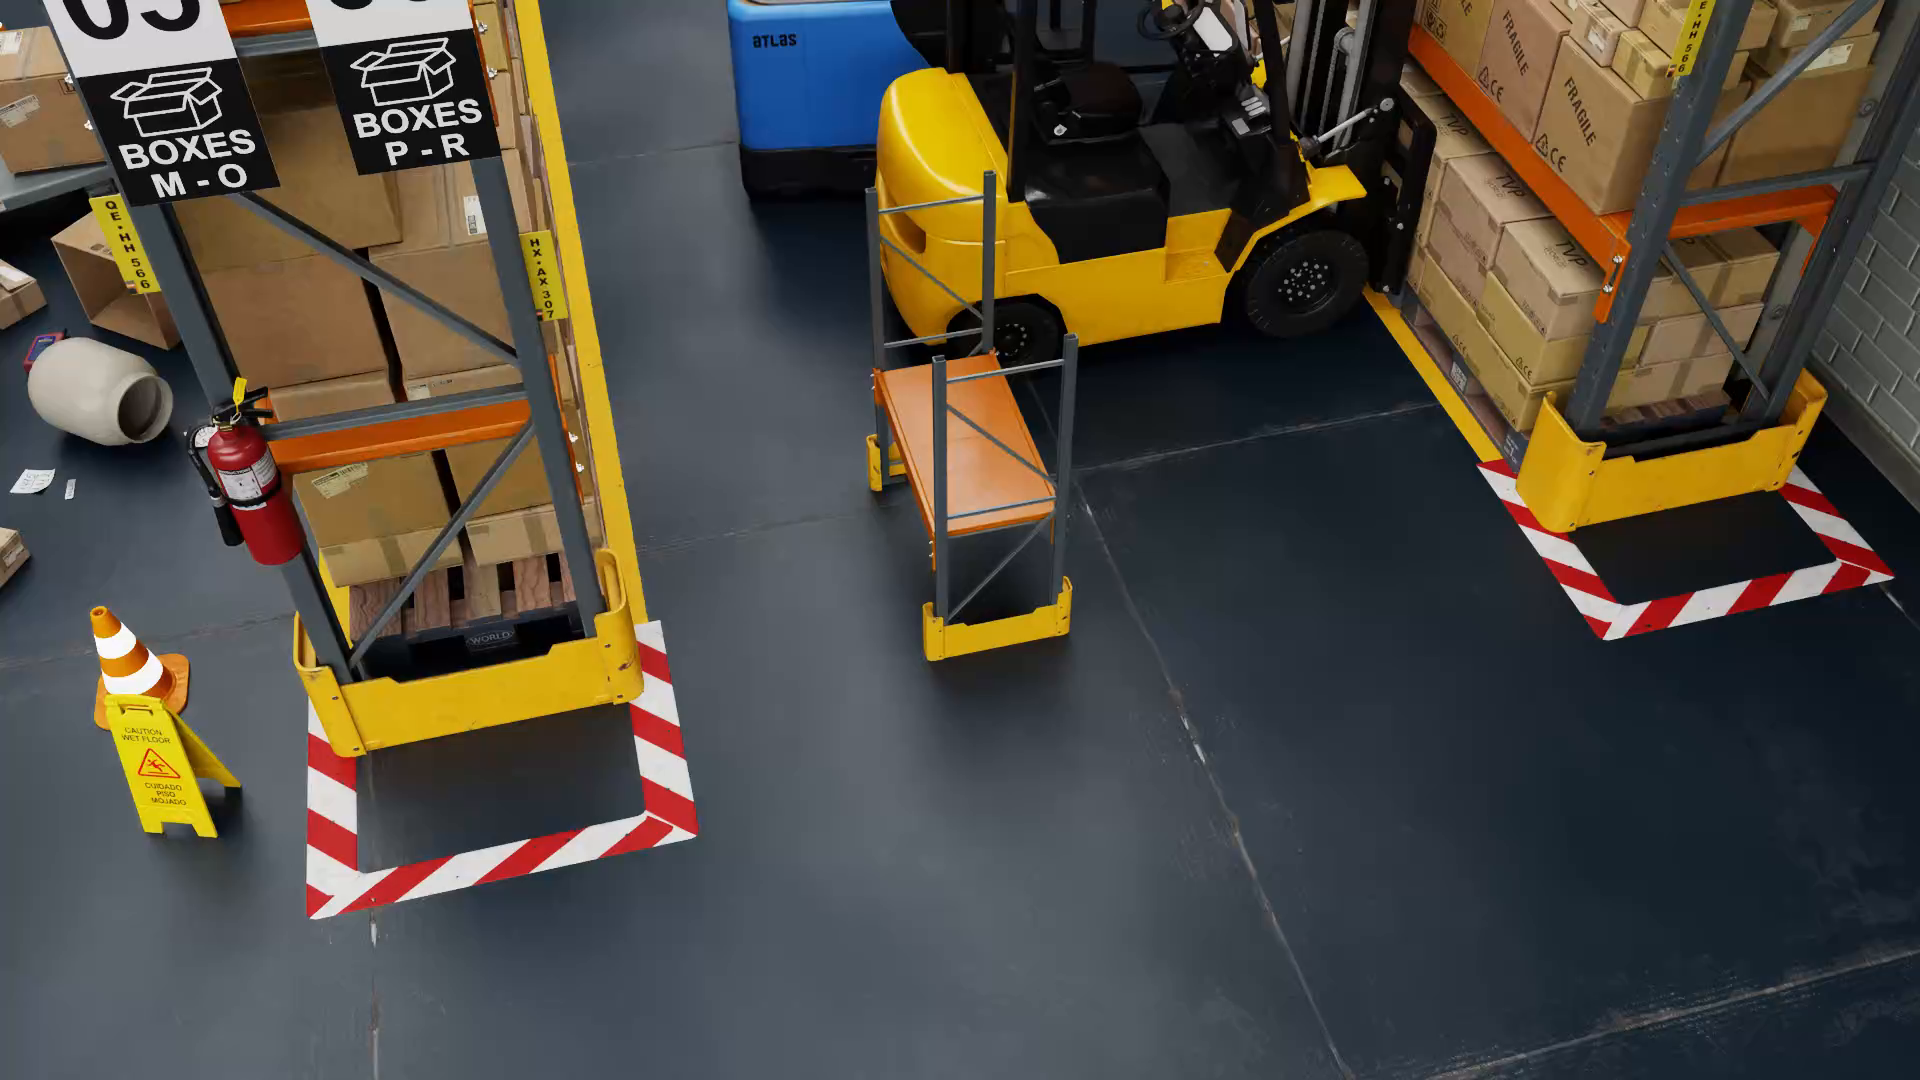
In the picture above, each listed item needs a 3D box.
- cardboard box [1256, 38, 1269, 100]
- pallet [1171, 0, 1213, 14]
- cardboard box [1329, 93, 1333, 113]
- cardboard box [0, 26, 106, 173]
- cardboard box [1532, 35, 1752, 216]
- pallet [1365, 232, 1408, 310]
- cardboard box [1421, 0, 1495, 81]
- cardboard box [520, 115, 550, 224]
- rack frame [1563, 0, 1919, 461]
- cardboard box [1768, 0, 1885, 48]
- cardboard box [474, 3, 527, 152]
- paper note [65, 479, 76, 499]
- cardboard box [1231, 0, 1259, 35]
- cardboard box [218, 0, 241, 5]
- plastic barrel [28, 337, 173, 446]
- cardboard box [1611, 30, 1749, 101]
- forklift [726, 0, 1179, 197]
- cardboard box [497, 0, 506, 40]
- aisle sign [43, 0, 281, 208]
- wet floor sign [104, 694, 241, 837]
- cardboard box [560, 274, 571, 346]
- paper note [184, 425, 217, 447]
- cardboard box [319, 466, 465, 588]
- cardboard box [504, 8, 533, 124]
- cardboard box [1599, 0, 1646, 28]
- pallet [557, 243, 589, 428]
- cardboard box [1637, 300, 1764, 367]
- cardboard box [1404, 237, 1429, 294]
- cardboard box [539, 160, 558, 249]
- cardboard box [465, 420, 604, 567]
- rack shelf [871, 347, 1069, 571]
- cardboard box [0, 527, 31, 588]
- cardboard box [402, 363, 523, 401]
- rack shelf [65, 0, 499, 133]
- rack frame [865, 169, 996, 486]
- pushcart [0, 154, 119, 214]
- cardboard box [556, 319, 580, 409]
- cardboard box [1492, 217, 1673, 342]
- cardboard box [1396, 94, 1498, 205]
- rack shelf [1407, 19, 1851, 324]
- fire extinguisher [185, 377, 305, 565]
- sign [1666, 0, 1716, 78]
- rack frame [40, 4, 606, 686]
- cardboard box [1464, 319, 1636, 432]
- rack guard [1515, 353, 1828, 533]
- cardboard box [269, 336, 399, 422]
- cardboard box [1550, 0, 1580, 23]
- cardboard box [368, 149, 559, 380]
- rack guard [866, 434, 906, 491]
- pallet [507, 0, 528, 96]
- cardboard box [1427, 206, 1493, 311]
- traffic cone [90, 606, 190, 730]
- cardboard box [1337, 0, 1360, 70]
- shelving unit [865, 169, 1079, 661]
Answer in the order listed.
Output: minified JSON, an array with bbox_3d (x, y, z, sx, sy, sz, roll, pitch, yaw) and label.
[{"bbox_3d":[1.924,-2.515,8.997,0.500,0.250,0.500,-12,47,-11],"label":"cardboard box"},{"bbox_3d":[1.749,-3.598,10.379,1.003,0.211,1.213,-11,47,-10],"label":"pallet"},{"bbox_3d":[2.049,-2.345,8.480,0.500,0.250,0.500,-11,47,-11],"label":"cardboard box"},{"bbox_3d":[-4.535,-2.207,8.283,0.500,0.500,0.500,-11,47,-10],"label":"cardboard box"},{"bbox_3d":[2.619,-1.638,6.436,0.500,0.500,0.500,-12,47,-11],"label":"cardboard box"},{"bbox_3d":[2.454,-1.696,8.515,1.003,0.211,1.213,-11,47,-10],"label":"pallet"},{"bbox_3d":[2.364,-2.352,7.135,0.500,0.500,0.500,-12,47,-11],"label":"cardboard box"},{"bbox_3d":[-2.148,-1.547,7.523,0.500,0.500,0.500,-8,46,-8],"label":"cardboard box"},{"bbox_3d":[2.999,-1.311,6.186,1.000,3.000,0.127,-11,47,-10],"label":"rack frame"},{"bbox_3d":[3.120,-1.948,6.077,0.380,0.149,0.250,-12,47,-11],"label":"cardboard box"},{"bbox_3d":[-1.919,-1.626,6.216,0.500,0.500,0.500,-12,47,-11],"label":"cardboard box"},{"bbox_3d":[-3.858,-0.221,7.210,0.032,0.001,0.123,-11,47,-10],"label":"paper note"},{"bbox_3d":[1.800,-3.042,9.163,0.500,0.250,0.500,-11,47,-11],"label":"cardboard box"},{"bbox_3d":[-2.160,-1.558,4.503,0.380,0.149,0.250,-11,47,-10],"label":"cardboard box"},{"bbox_3d":[-3.791,-0.649,7.340,0.512,0.421,0.421,19,48,17],"label":"plastic barrel"},{"bbox_3d":[2.639,-1.761,6.102,0.380,0.149,0.250,-10,46,-10],"label":"cardboard box"},{"bbox_3d":[0.320,-3.275,8.158,3.031,2.935,1.130,-4,46,-4],"label":"forklift"},{"bbox_3d":[-2.193,-2.329,6.905,0.500,0.500,0.500,-10,46,-9],"label":"cardboard box"},{"bbox_3d":[-2.063,-1.215,4.271,0.394,0.787,0.004,-11,47,-10],"label":"aisle sign"},{"bbox_3d":[-2.784,0.750,5.814,0.267,0.644,0.232,4,46,4],"label":"wet floor sign"},{"bbox_3d":[-2.013,-0.921,7.435,0.500,0.250,0.500,-8,46,-8],"label":"cardboard box"},{"bbox_3d":[-3.384,-0.473,7.443,0.142,0.019,0.148,-26,51,-24],"label":"paper note"},{"bbox_3d":[-2.271,-0.111,6.641,0.500,0.250,0.500,-11,47,-11],"label":"cardboard box"},{"bbox_3d":[-2.411,-2.250,8.212,0.500,0.500,0.500,-11,47,-11],"label":"cardboard box"},{"bbox_3d":[2.610,-2.051,6.178,0.380,0.149,0.250,-11,47,-10],"label":"cardboard box"},{"bbox_3d":[-2.300,-0.886,7.721,1.003,0.211,1.213,-11,47,-10],"label":"pallet"},{"bbox_3d":[3.079,-1.033,7.194,0.500,0.250,0.500,-10,46,-10],"label":"cardboard box"},{"bbox_3d":[2.336,-1.455,7.957,0.500,0.250,0.500,-10,46,-10],"label":"cardboard box"},{"bbox_3d":[-2.265,-1.622,8.122,0.500,0.250,0.500,-12,47,-11],"label":"cardboard box"},{"bbox_3d":[-1.737,-0.193,6.721,0.500,0.250,0.500,-11,47,-11],"label":"cardboard box"},{"bbox_3d":[0.022,-0.340,6.536,0.538,0.185,1.000,-11,47,-10],"label":"rack shelf"},{"bbox_3d":[-4.086,0.062,6.836,0.380,0.149,0.250,11,47,11],"label":"cardboard box"},{"bbox_3d":[-1.685,-0.586,5.650,0.380,0.149,0.250,-11,47,-10],"label":"cardboard box"},{"bbox_3d":[-2.310,-2.580,5.832,1.077,0.370,4.000,-11,47,-10],"label":"rack shelf"},{"bbox_3d":[-0.108,-0.817,6.751,0.500,1.500,0.032,-11,47,-10],"label":"rack frame"},{"bbox_3d":[-5.014,-1.793,8.494,1.648,0.377,0.936,-26,51,-24],"label":"pushcart"},{"bbox_3d":[-1.882,-0.832,6.822,0.500,0.500,0.500,-12,47,-12],"label":"cardboard box"},{"bbox_3d":[2.580,-1.107,6.916,0.500,0.250,0.500,-9,46,-9],"label":"cardboard box"},{"bbox_3d":[2.304,-1.805,7.600,0.500,0.250,0.500,-10,46,-10],"label":"cardboard box"},{"bbox_3d":[2.487,-2.440,7.796,1.077,0.370,4.000,-11,47,-10],"label":"rack shelf"},{"bbox_3d":[-2.214,-0.211,5.161,0.296,0.674,0.183,-11,47,-10],"label":"fire extinguisher"},{"bbox_3d":[2.471,-1.710,5.600,0.100,0.325,0.005,-11,47,-10],"label":"sign"},{"bbox_3d":[-1.798,-0.401,5.294,1.000,3.000,0.127,-11,47,-10],"label":"rack frame"},{"bbox_3d":[2.573,-0.762,7.279,0.500,0.250,0.500,-10,46,-10],"label":"cardboard box"},{"bbox_3d":[3.005,-0.420,7.062,1.175,0.500,0.348,-11,47,-10],"label":"rack guard"},{"bbox_3d":[-2.101,-0.532,5.598,0.380,0.149,0.250,-9,46,-9],"label":"cardboard box"},{"bbox_3d":[2.538,-2.123,6.457,0.380,0.149,0.250,-10,46,-10],"label":"cardboard box"},{"bbox_3d":[-1.651,-0.918,5.522,0.500,0.500,0.500,-11,47,-11],"label":"cardboard box"},{"bbox_3d":[-0.108,-0.379,7.197,0.587,0.250,0.087,-11,47,-10],"label":"rack guard"},{"bbox_3d":[-3.023,-2.724,9.522,1.003,0.211,1.213,-11,47,-10],"label":"pallet"},{"bbox_3d":[2.454,-1.298,7.454,0.500,0.250,0.500,-11,47,-11],"label":"cardboard box"},{"bbox_3d":[-3.155,0.426,6.259,0.336,0.463,0.334,-11,47,-10],"label":"traffic cone"},{"bbox_3d":[2.055,-2.520,8.301,0.500,0.250,0.500,-9,46,-9],"label":"cardboard box"},{"bbox_3d":[0.020,-0.472,6.414,0.587,1.500,1.083,-11,47,-10],"label":"shelving unit"}]
